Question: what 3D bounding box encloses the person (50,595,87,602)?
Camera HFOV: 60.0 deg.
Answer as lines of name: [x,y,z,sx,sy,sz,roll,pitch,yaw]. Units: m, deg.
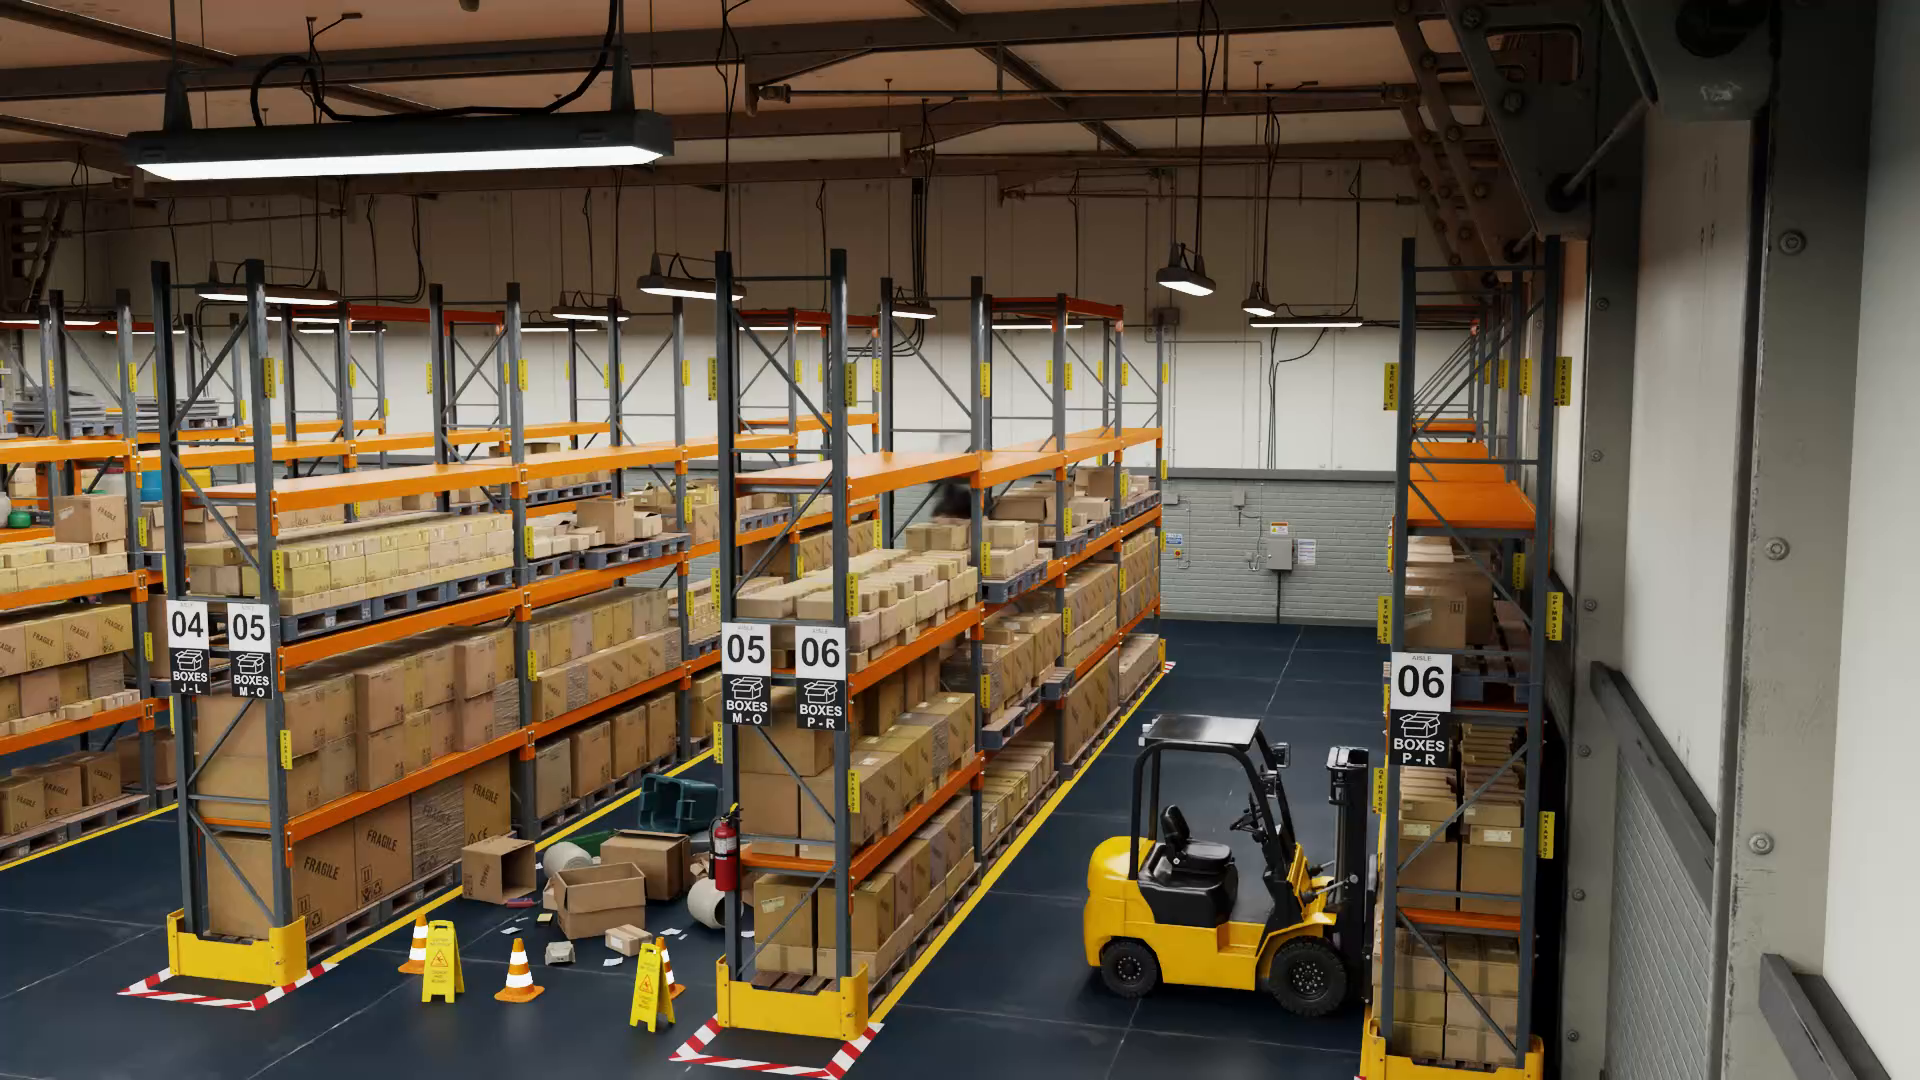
person: [-15.296,1.270,28.373,0.655,1.793,0.984,1,6,7]
